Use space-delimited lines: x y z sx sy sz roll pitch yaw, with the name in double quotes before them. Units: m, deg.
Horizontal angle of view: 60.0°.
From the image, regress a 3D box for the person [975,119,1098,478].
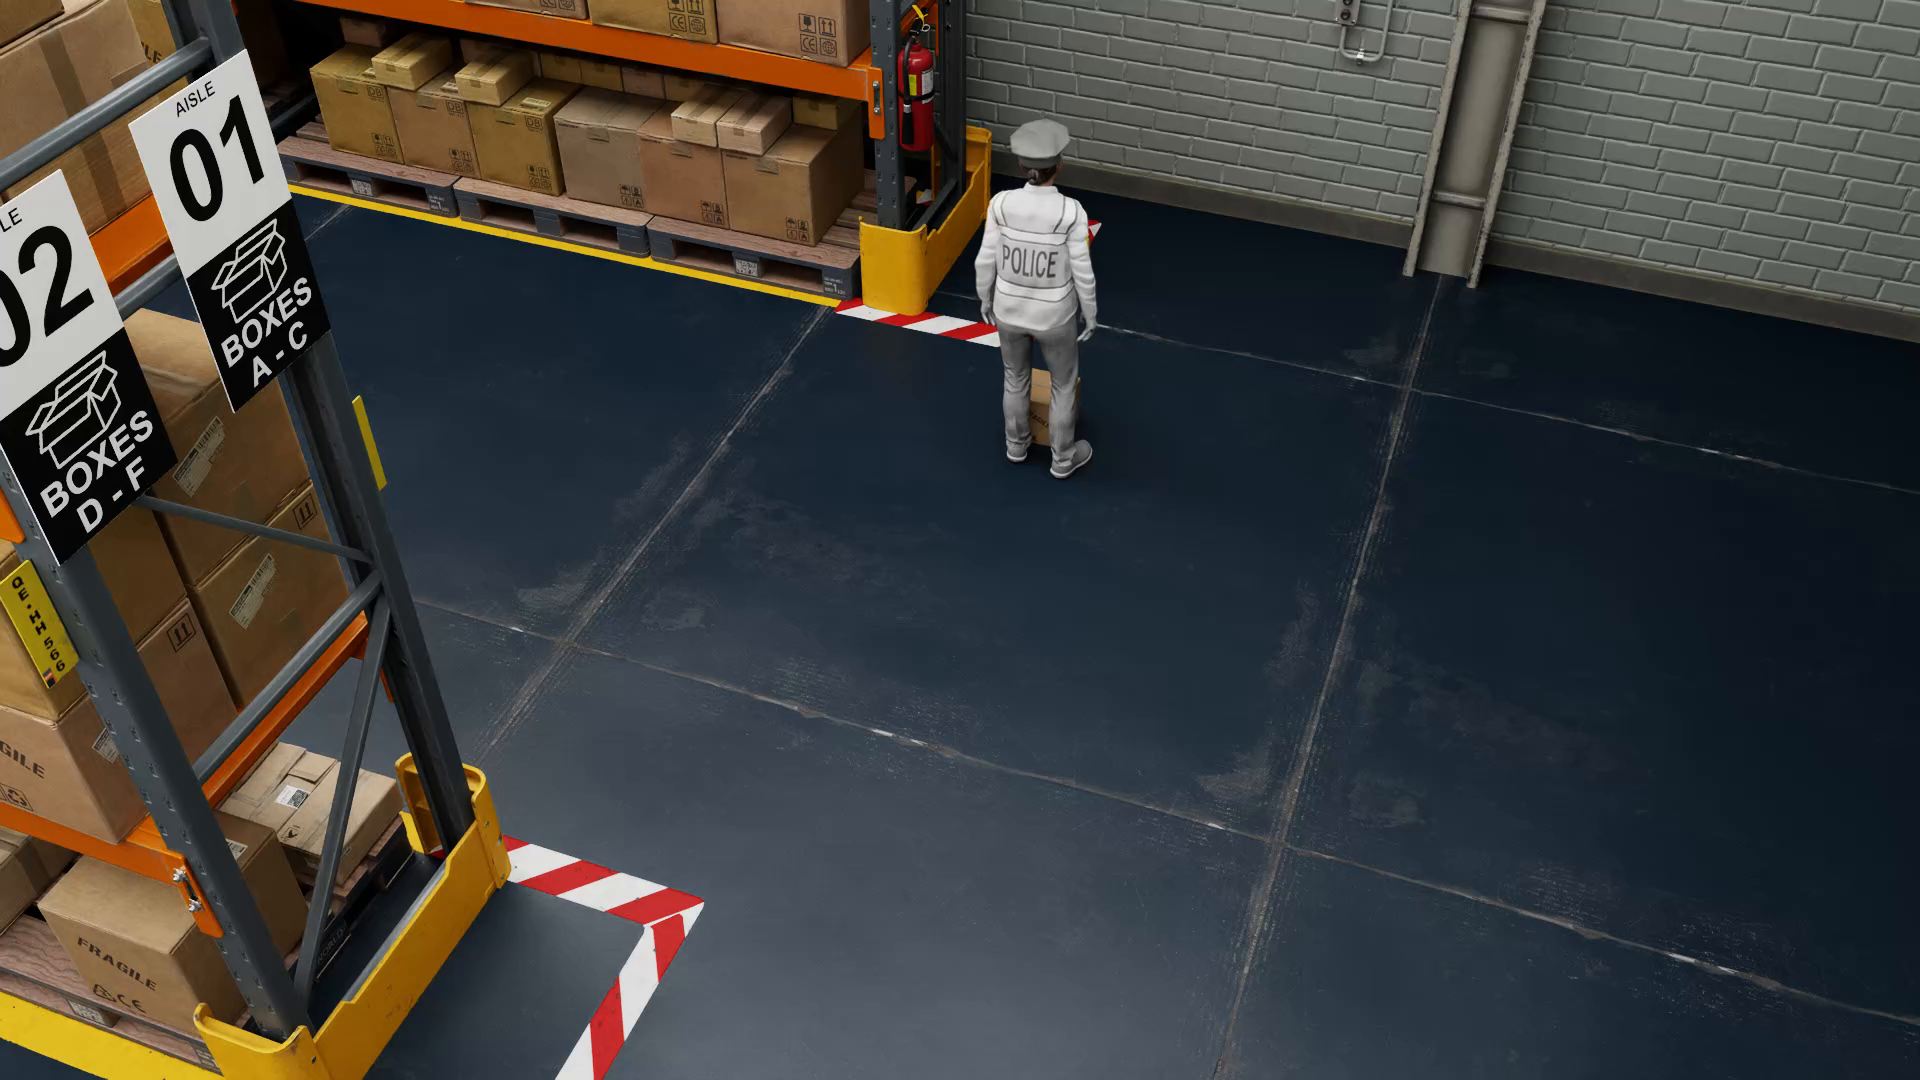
"person" 0.339 -1.016 7.294 0.542 1.665 0.406 12 43 13
